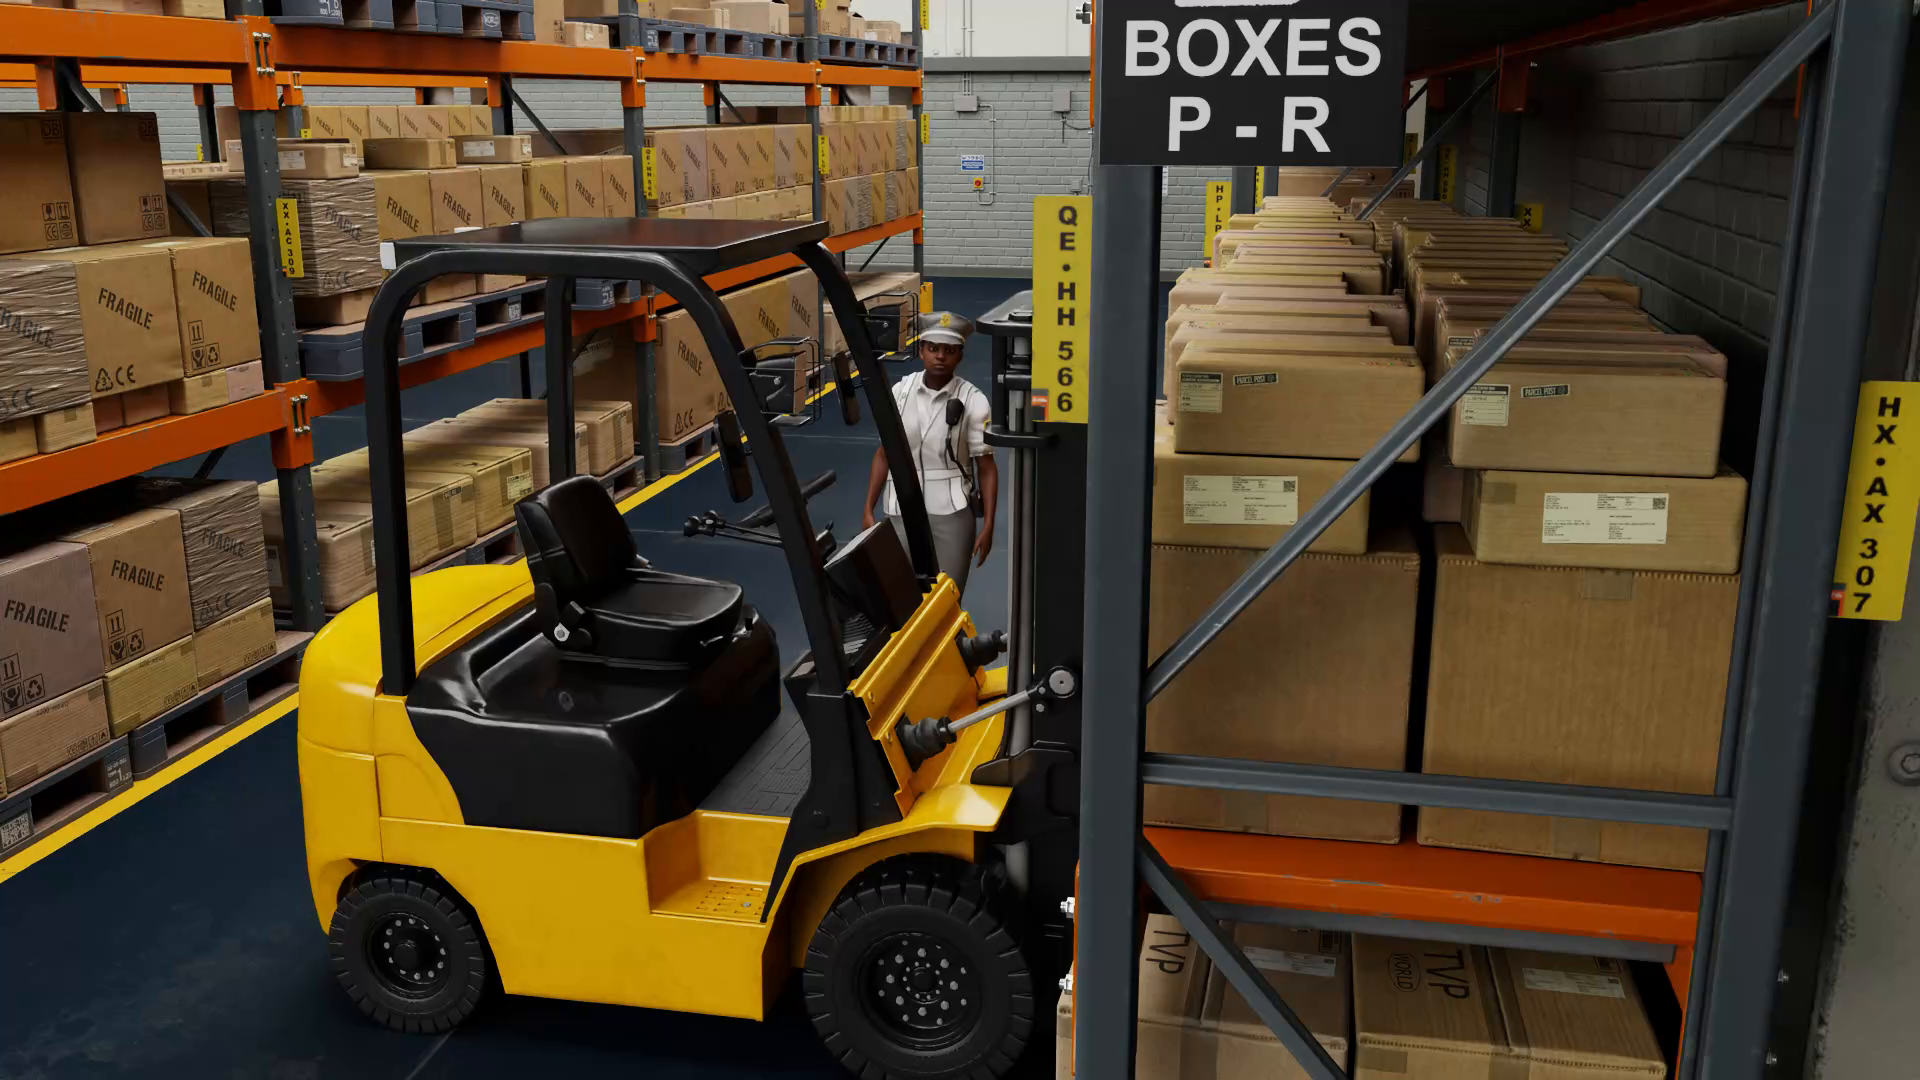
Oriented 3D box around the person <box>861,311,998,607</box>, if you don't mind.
[{"bbox_3d":[-0.147,-0.062,6.652,0.569,1.692,0.529,3,15,11],"label":"person"}]
